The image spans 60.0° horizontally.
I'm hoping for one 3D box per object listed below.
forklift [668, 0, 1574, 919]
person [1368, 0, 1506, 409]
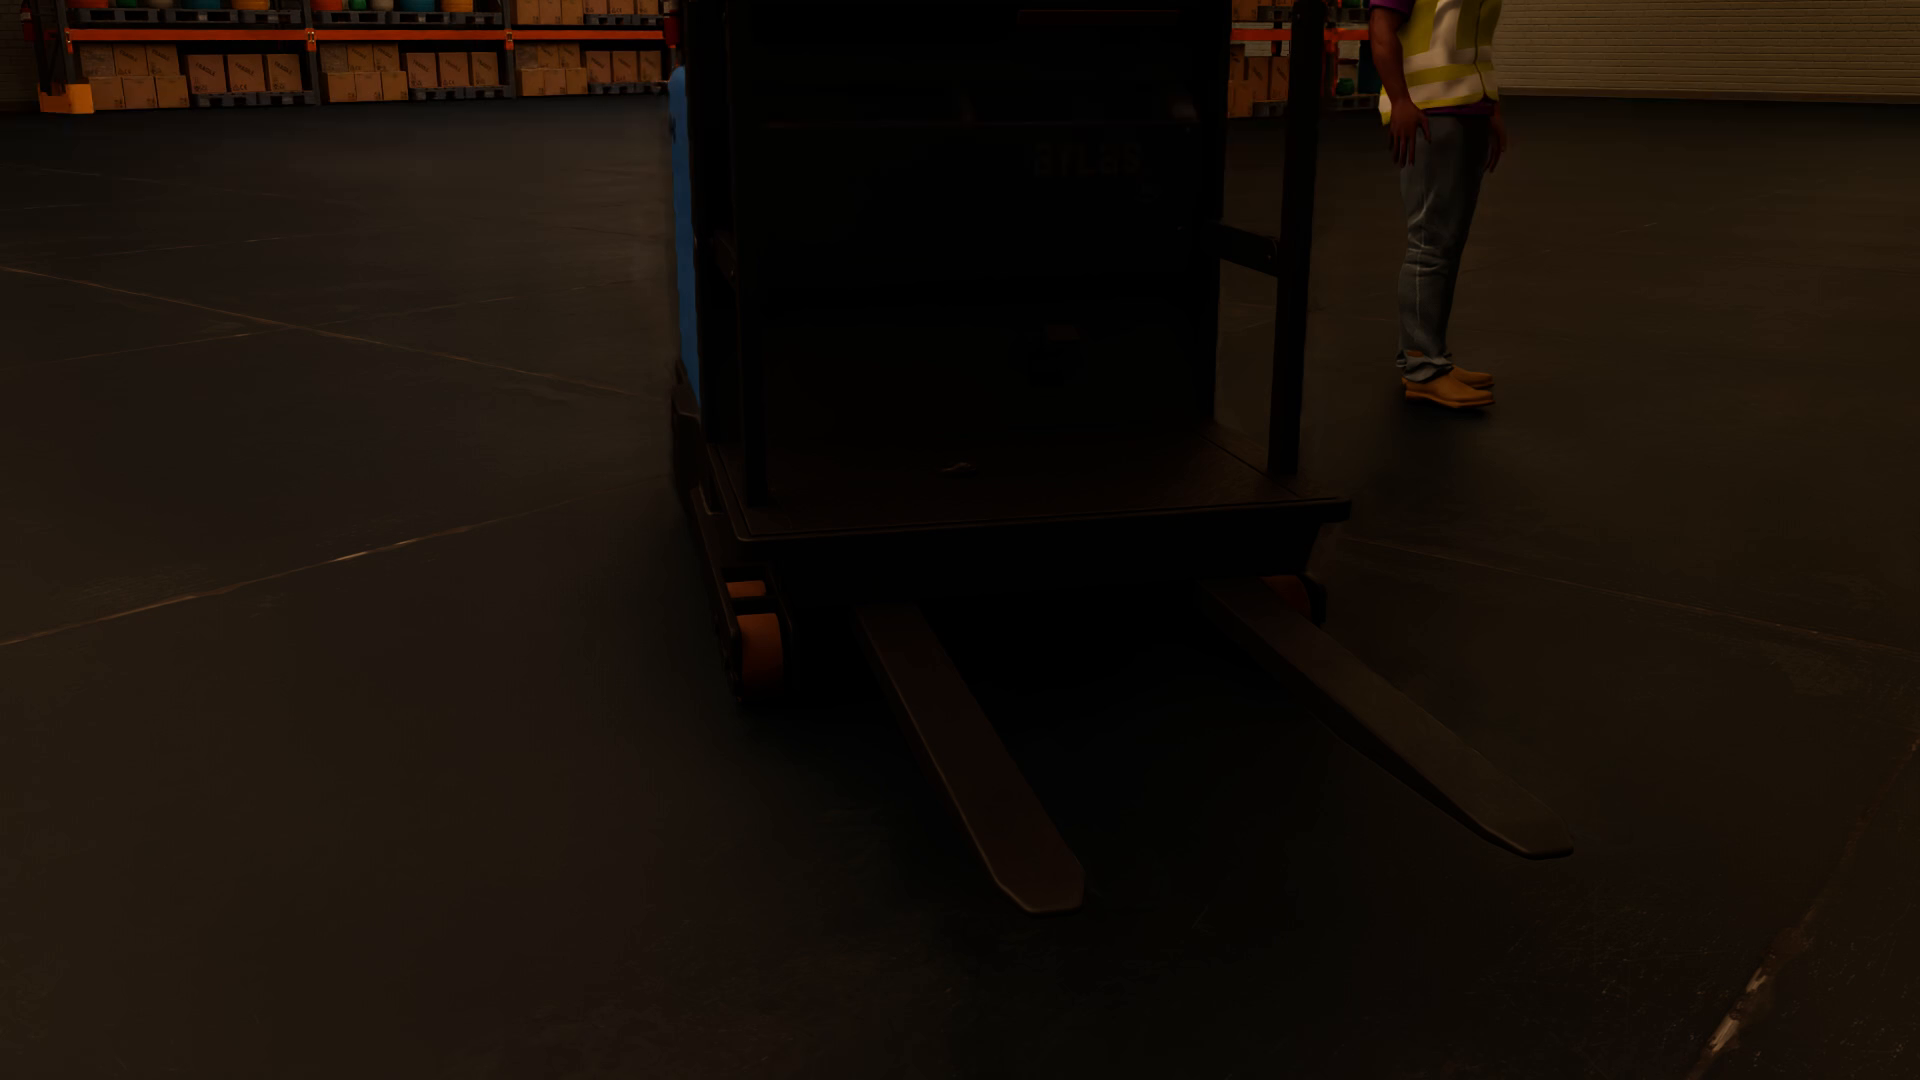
[{"bbox_3d":[0.063,-1.229,2.943,1.130,2.935,3.031,-4,17,-12],"label":"forklift"},{"bbox_3d":[1.617,-1.349,5.332,0.574,1.770,0.687,14,22,39],"label":"person"}]
